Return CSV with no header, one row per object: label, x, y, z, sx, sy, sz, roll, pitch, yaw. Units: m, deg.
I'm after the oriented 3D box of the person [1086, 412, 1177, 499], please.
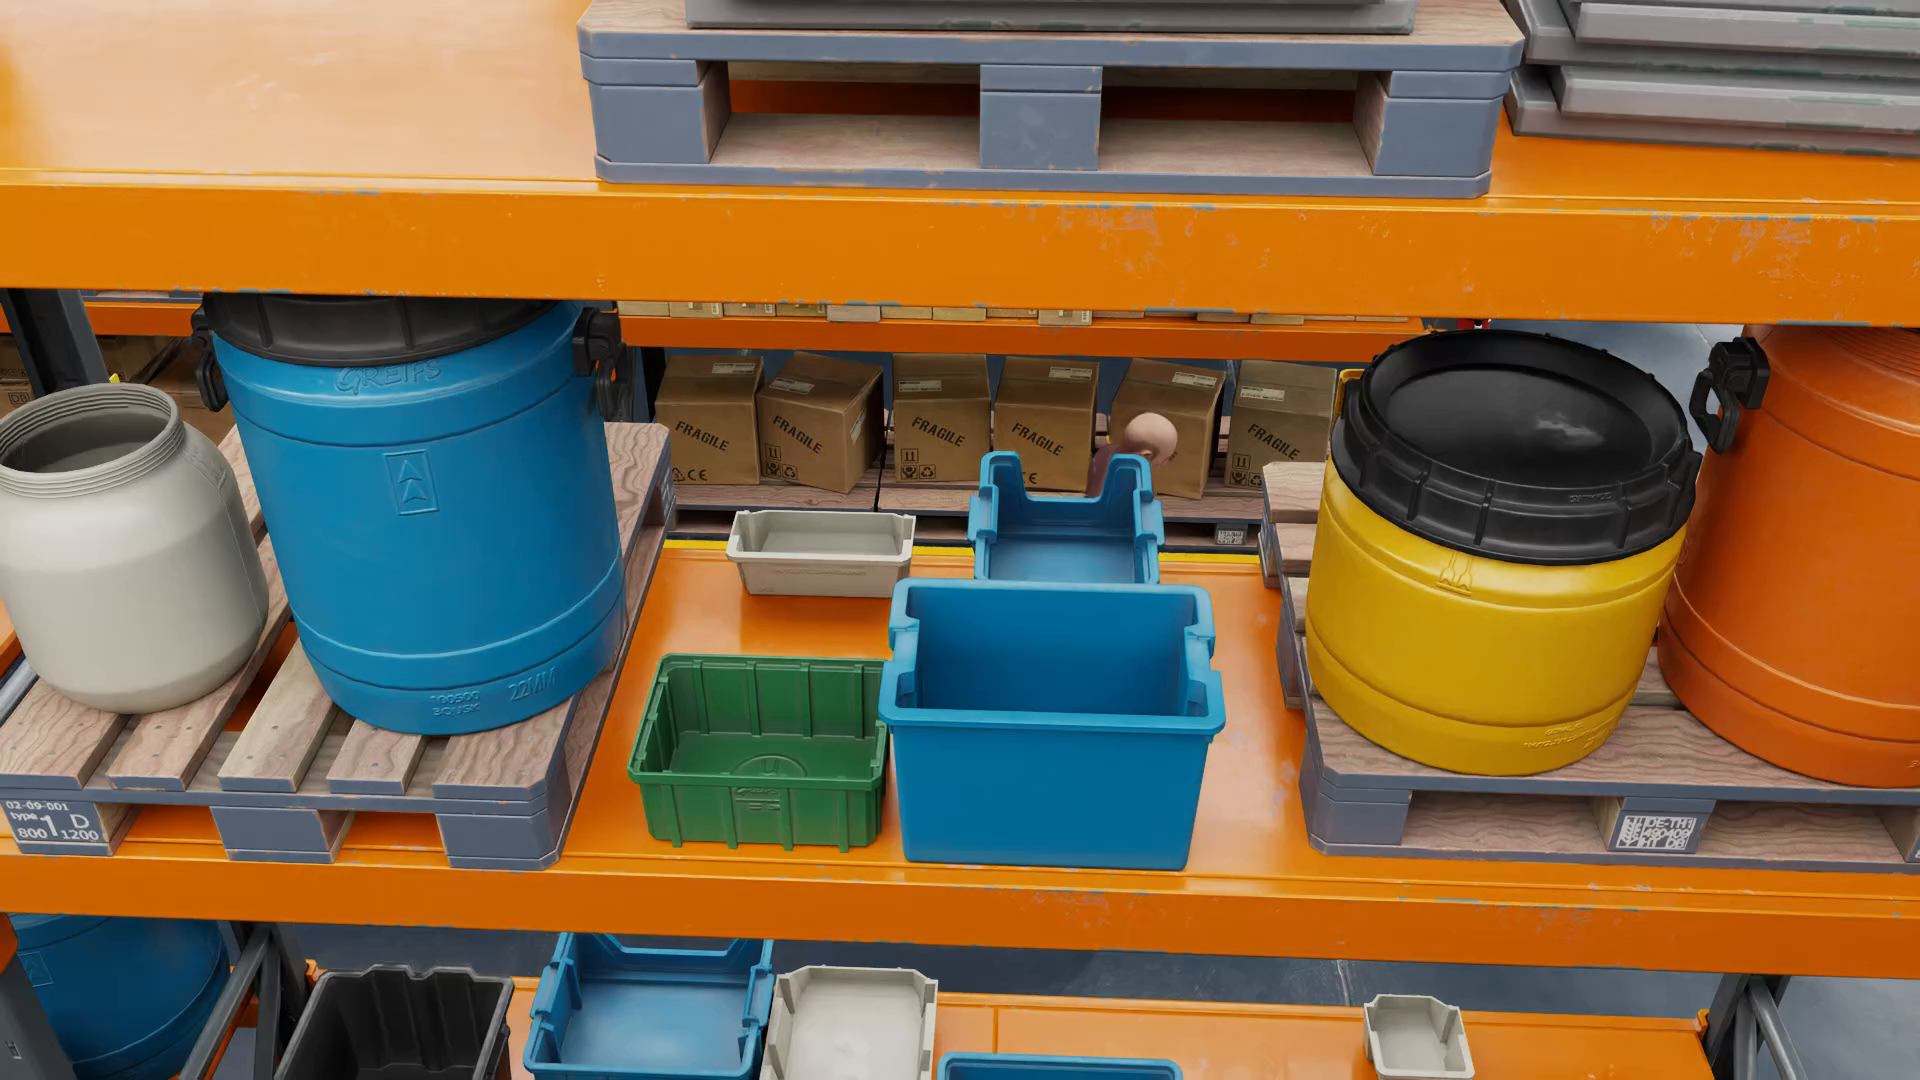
person,0.660,0.306,6.899,0.416,1.559,0.587,2,35,3
